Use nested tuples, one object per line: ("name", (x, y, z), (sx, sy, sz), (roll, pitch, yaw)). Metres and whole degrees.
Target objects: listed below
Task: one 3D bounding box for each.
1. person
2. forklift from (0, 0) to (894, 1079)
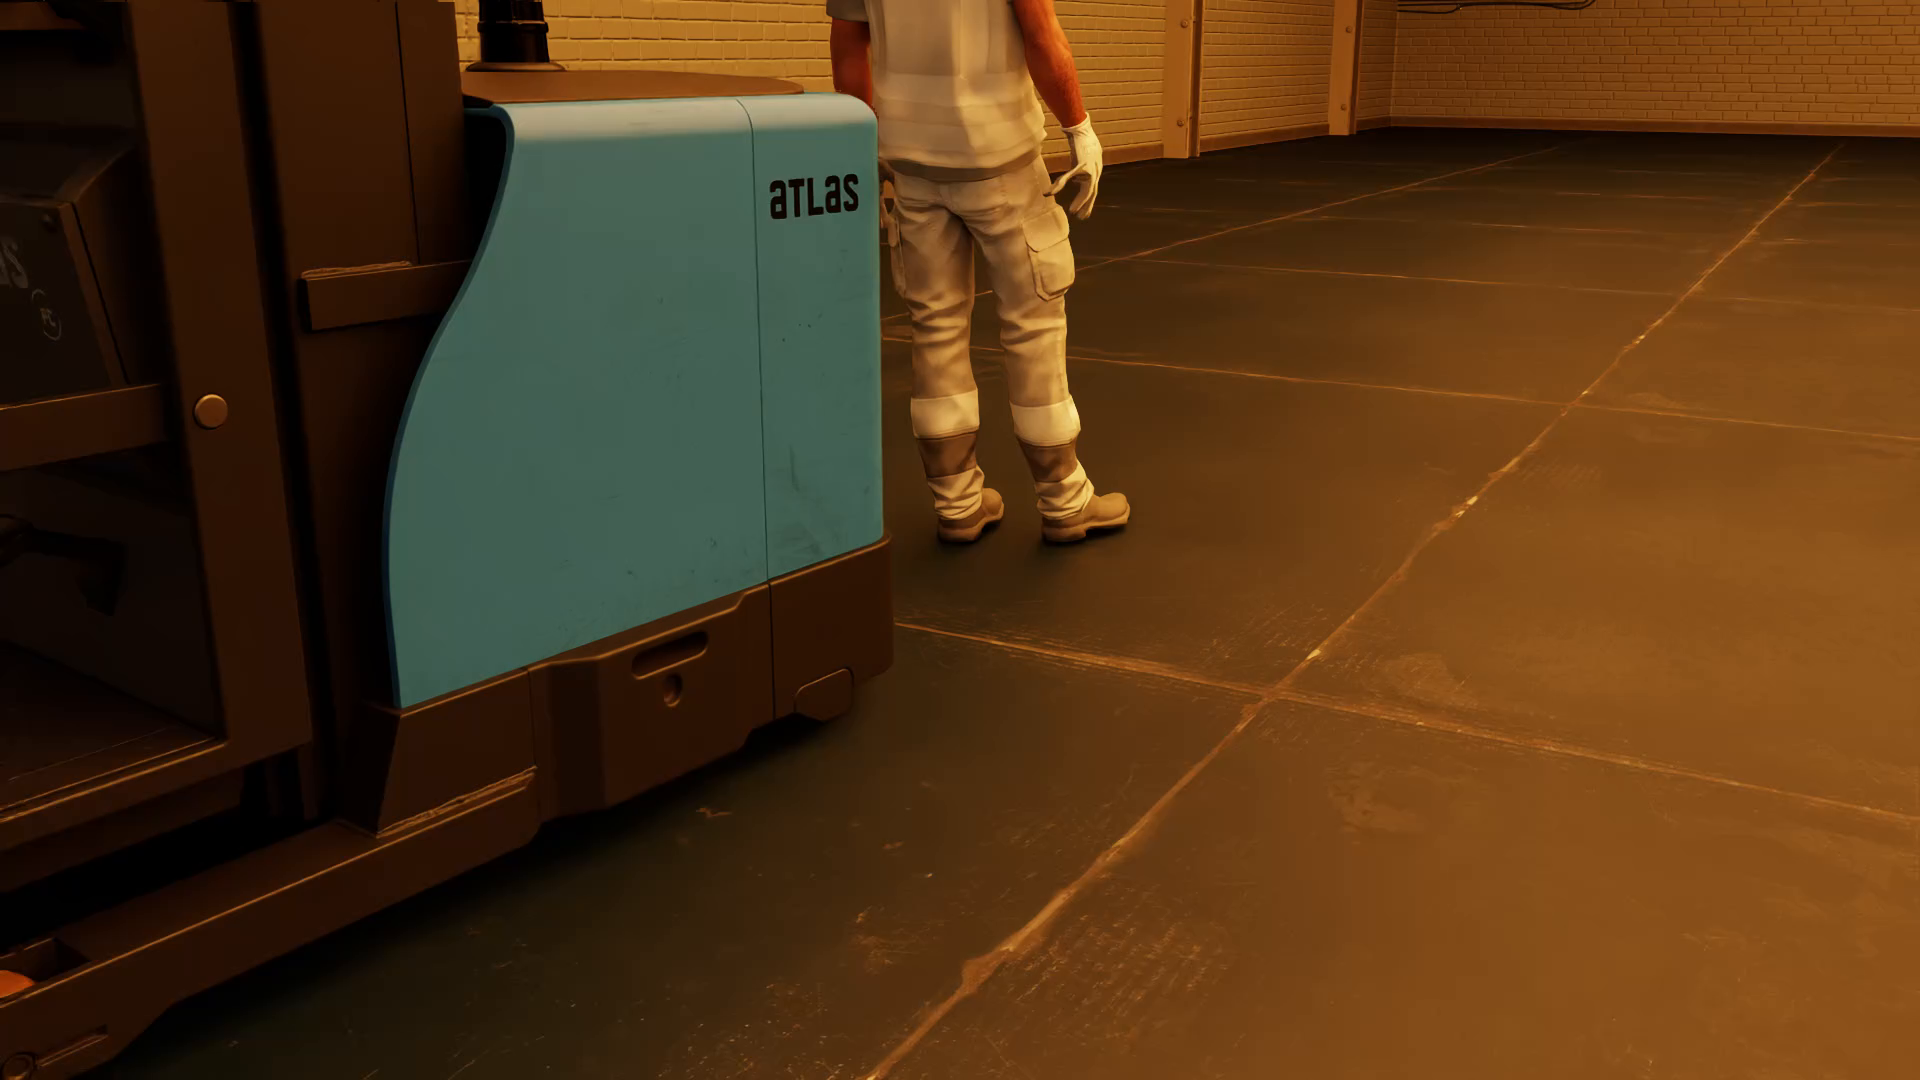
("person", (0.049, -0.883, 3.847), (0.638, 1.787, 0.564), (9, 19, 28))
("forklift", (-1.414, -0.870, 1.807), (1.130, 2.935, 3.031), (12, 20, 36))
